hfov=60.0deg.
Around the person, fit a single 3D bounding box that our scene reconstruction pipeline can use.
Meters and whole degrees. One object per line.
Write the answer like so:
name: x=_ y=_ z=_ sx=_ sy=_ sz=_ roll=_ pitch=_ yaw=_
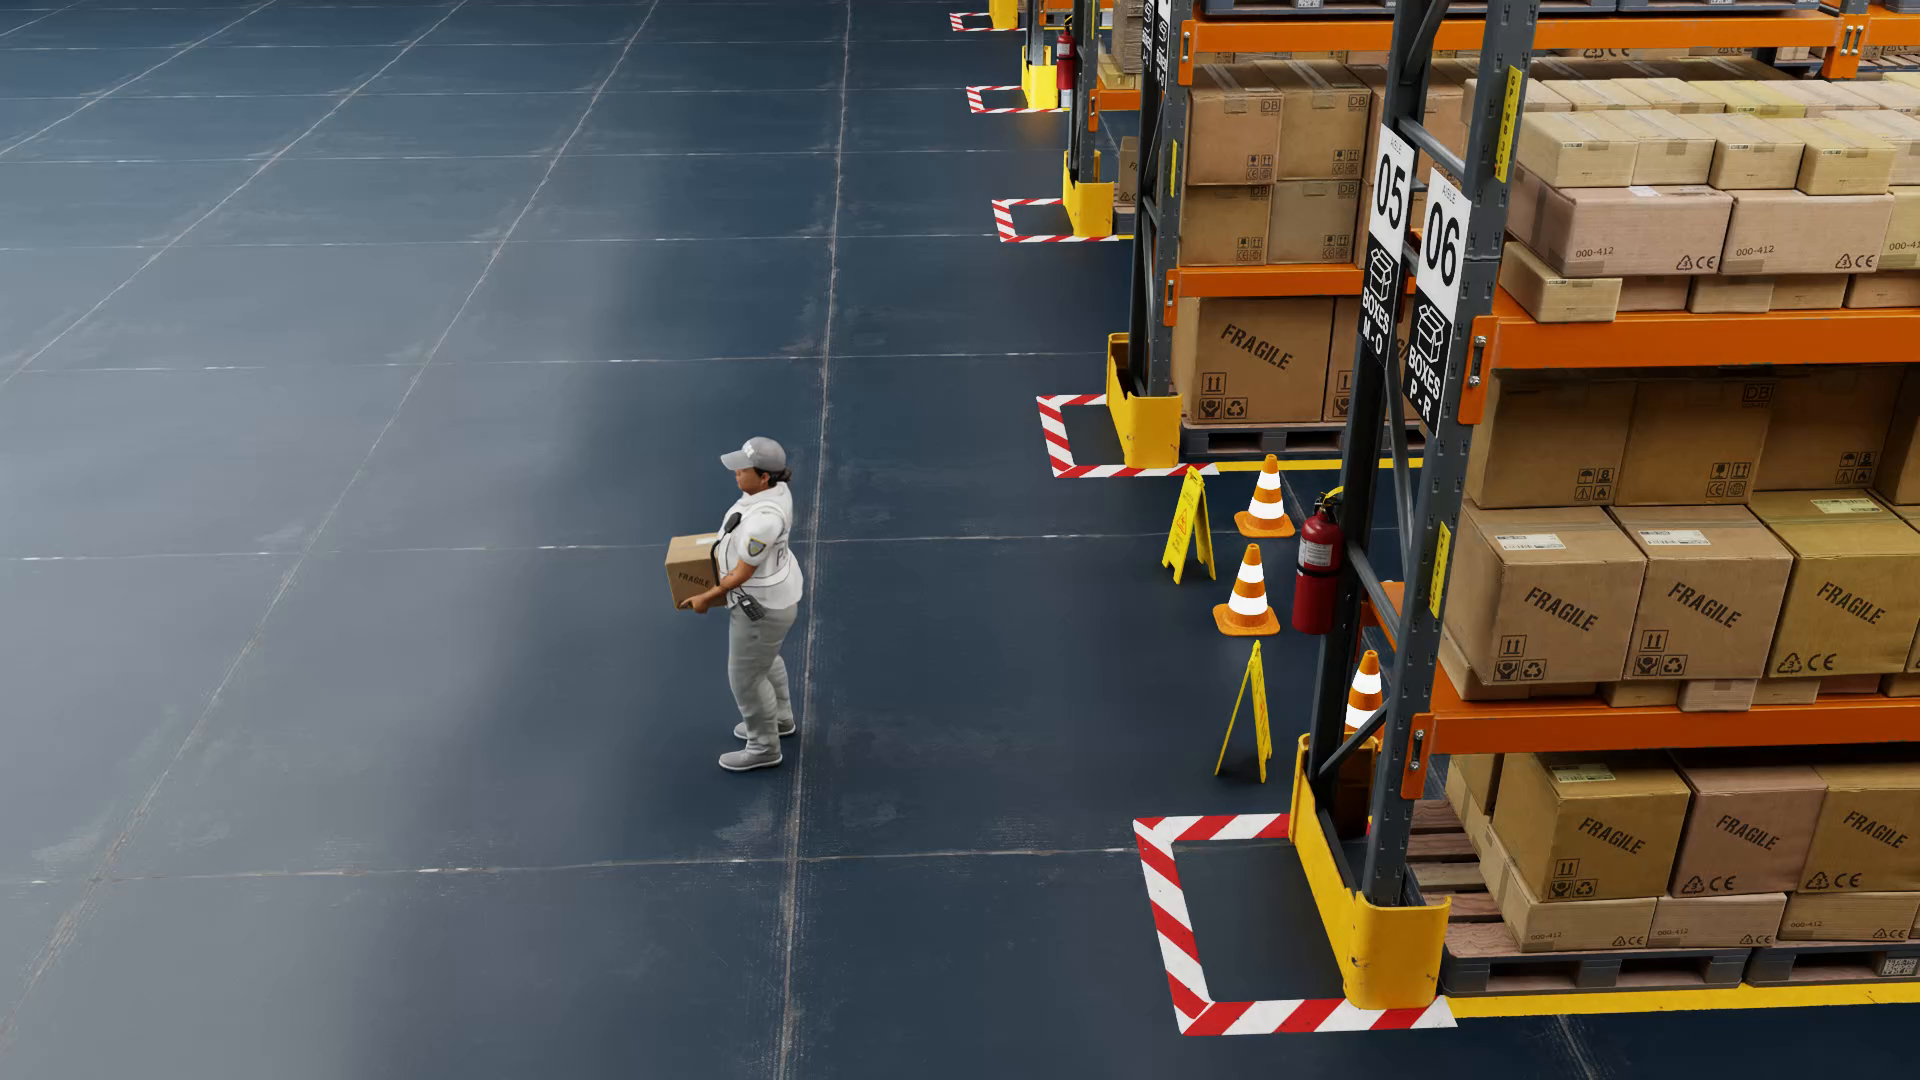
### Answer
person: x=-0.992 y=0.287 z=7.655 sx=0.541 sy=1.657 sz=0.455 roll=-1 pitch=28 yaw=-2
